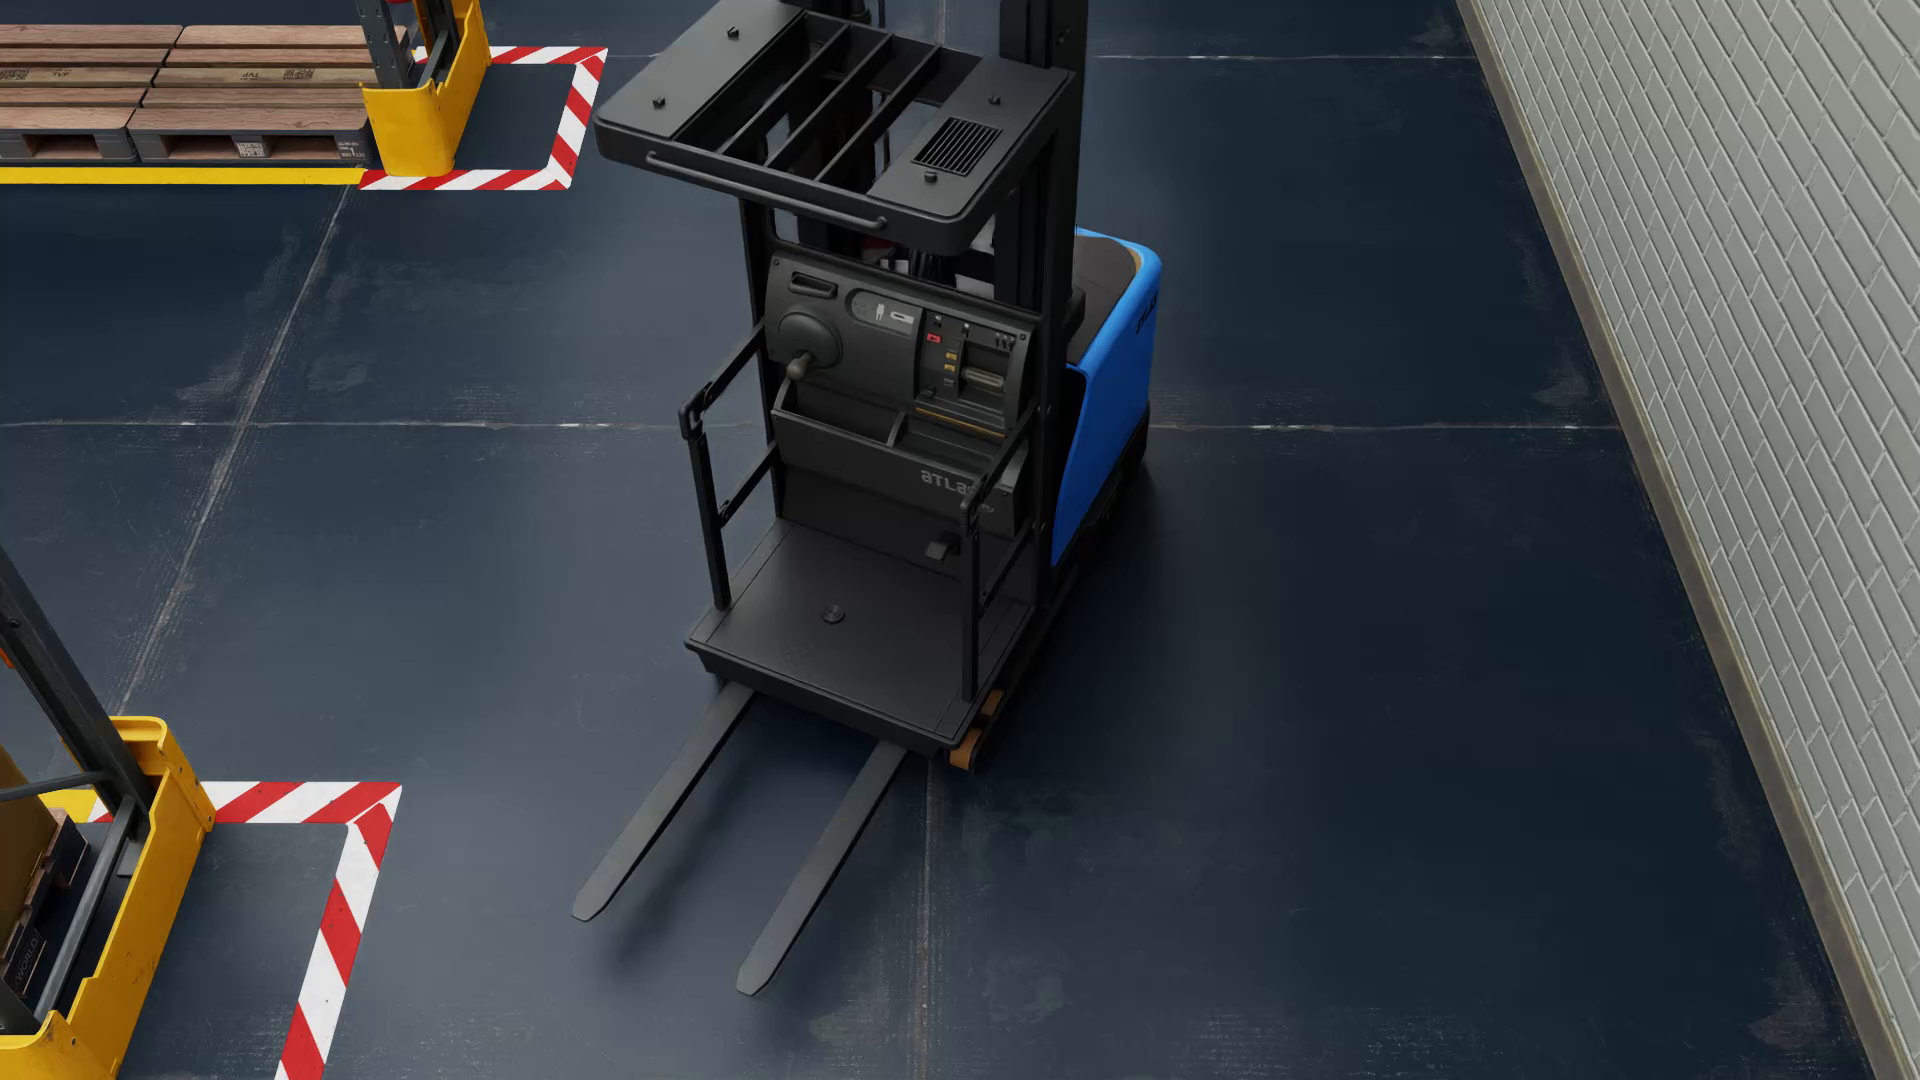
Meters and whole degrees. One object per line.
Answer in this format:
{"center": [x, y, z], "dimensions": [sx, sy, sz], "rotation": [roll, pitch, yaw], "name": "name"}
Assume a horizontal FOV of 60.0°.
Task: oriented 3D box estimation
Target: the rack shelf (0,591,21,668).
{"center": [-4.813, 0.574, 4.658], "dimensions": [4.000, 0.370, 1.077], "rotation": [0, 47, 0], "name": "rack shelf"}

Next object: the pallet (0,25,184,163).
{"center": [-4.836, -2.378, 8.819], "dimensions": [1.213, 0.211, 1.003], "rotation": [0, 47, 0], "name": "pallet"}

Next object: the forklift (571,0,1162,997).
{"center": [-0.301, -0.543, 5.253], "dimensions": [1.130, 2.935, 3.031], "rotation": [19, 50, 17], "name": "forklift"}

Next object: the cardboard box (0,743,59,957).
{"center": [-3.453, 0.972, 4.961], "dimensions": [0.875, 0.875, 0.875], "rotation": [0, 47, 0], "name": "cardboard box"}

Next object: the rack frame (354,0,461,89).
{"center": [-2.794, -3.292, 7.764], "dimensions": [0.127, 3.000, 1.000], "rotation": [0, 47, 0], "name": "rack frame"}

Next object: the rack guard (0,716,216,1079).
{"center": [-2.789, 1.186, 5.305], "dimensions": [0.348, 0.500, 1.175], "rotation": [0, 47, 0], "name": "rack guard"}

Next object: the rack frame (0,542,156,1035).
{"center": [-2.813, 0.334, 4.390], "dimensions": [0.127, 3.000, 1.000], "rotation": [0, 47, 0], "name": "rack frame"}

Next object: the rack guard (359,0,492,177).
{"center": [-2.770, -2.449, 8.688], "dimensions": [0.348, 0.500, 1.175], "rotation": [0, 47, 0], "name": "rack guard"}

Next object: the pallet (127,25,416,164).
{"center": [-3.619, -2.372, 8.814], "dimensions": [1.213, 0.211, 1.003], "rotation": [0, 47, 0], "name": "pallet"}

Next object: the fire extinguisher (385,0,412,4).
{"center": [-2.645, -2.805, 7.619], "dimensions": [0.183, 0.674, 0.296], "rotation": [0, 47, 0], "name": "fire extinguisher"}

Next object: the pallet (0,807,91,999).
{"center": [-3.612, 1.339, 5.359], "dimensions": [1.213, 0.211, 1.003], "rotation": [0, 47, 0], "name": "pallet"}
